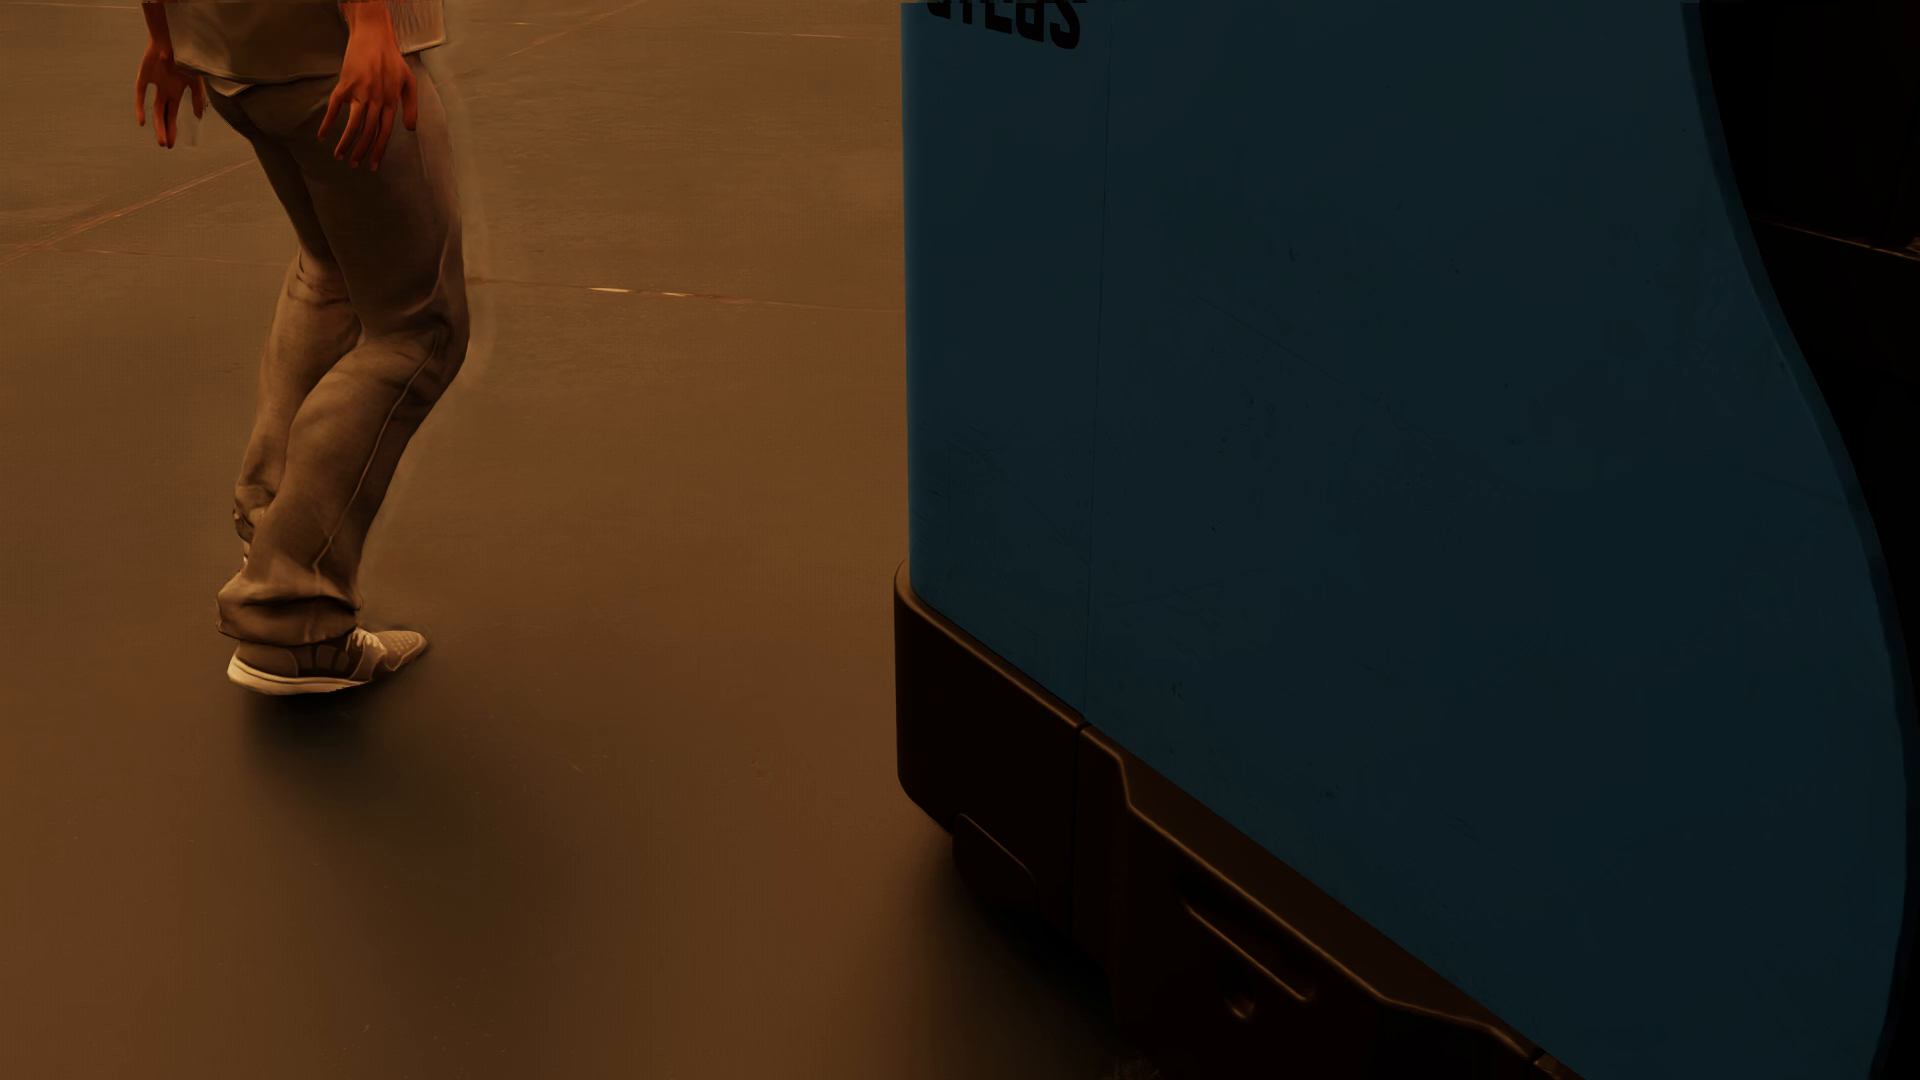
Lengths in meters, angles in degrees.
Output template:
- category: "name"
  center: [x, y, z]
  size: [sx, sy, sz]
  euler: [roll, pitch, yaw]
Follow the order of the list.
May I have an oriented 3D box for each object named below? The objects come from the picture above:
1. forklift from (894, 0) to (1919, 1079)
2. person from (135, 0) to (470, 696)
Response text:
- category: "forklift"
  center: [1.182, -0.577, 0.389]
  size: [1.130, 2.935, 3.031]
  euler: [-17, 32, -31]
- category: "person"
  center: [-0.826, -0.558, 1.949]
  size: [0.429, 1.567, 0.746]
  euler: [-22, 34, -37]
